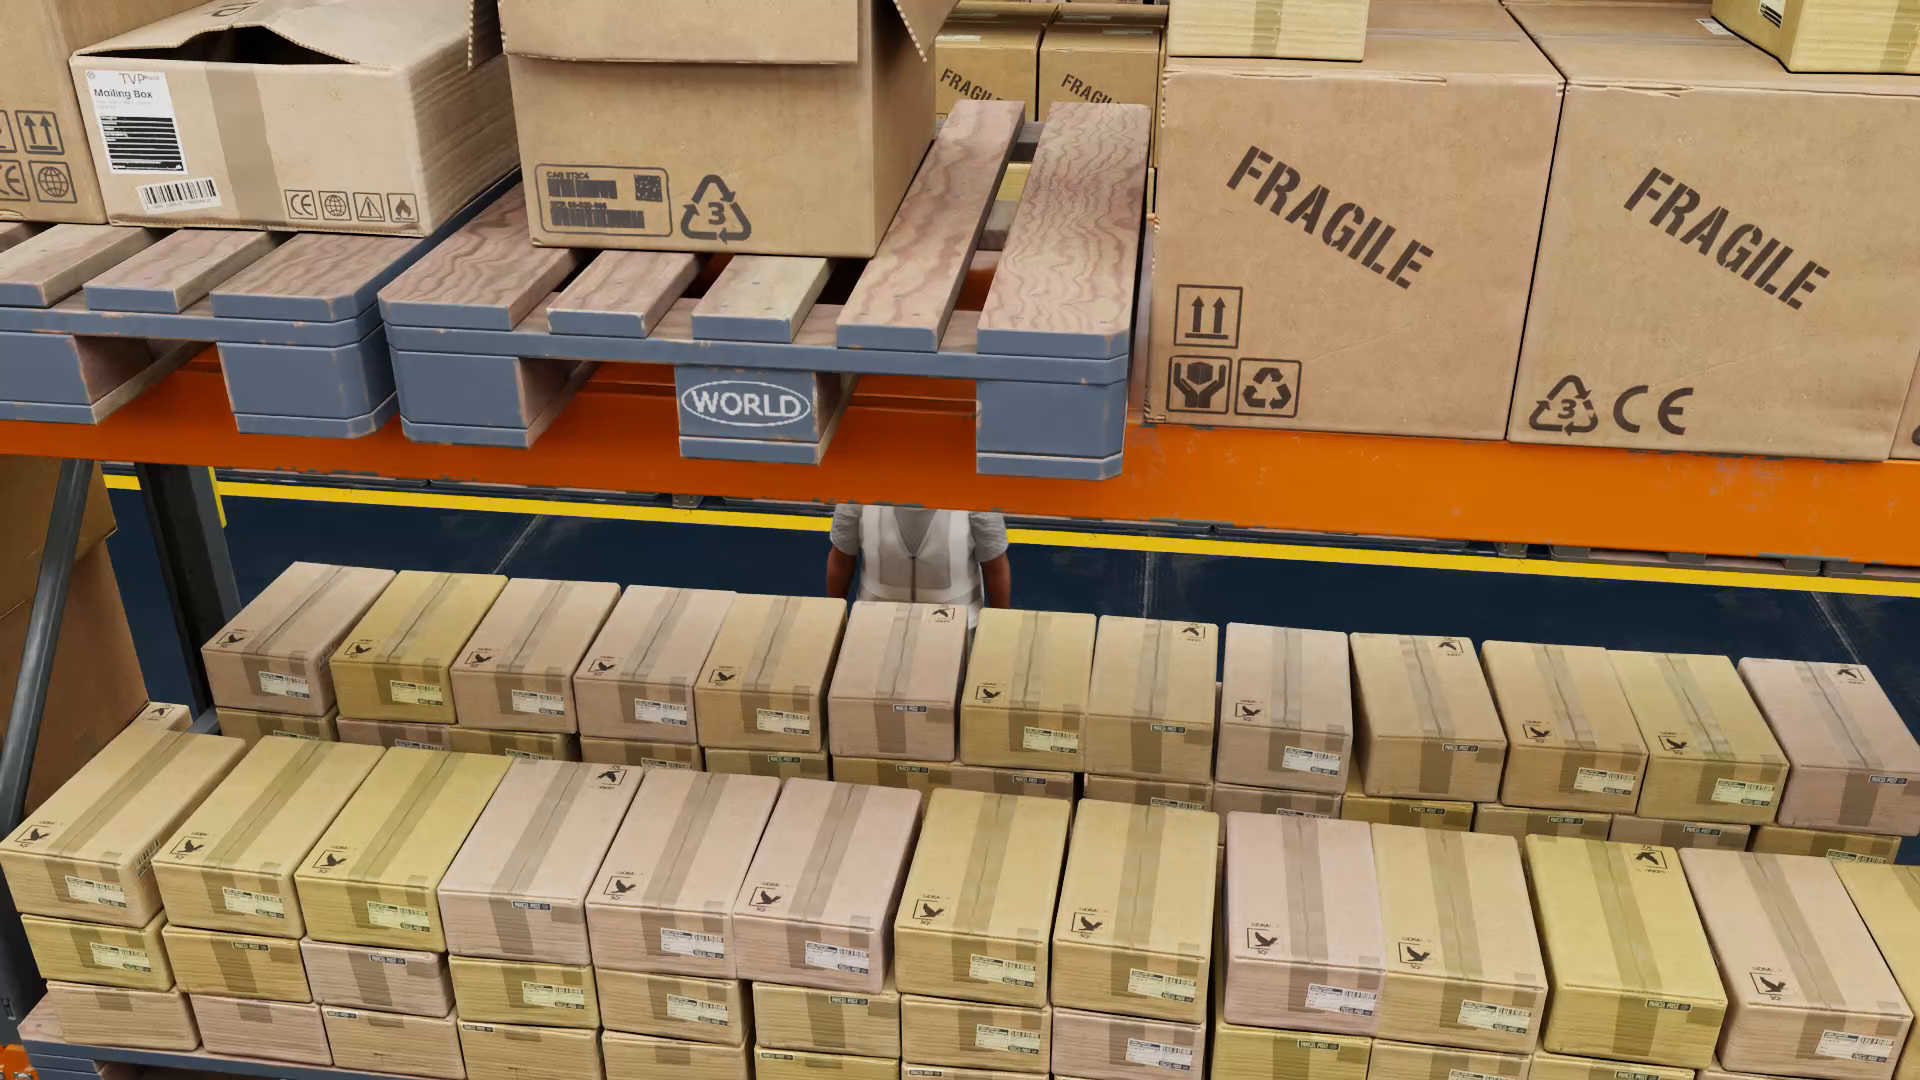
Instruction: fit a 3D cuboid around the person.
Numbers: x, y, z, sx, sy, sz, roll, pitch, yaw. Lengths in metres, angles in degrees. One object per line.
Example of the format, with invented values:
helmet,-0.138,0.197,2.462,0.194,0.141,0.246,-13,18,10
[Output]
person,-0.145,0.310,5.531,0.622,1.774,0.453,3,28,6
